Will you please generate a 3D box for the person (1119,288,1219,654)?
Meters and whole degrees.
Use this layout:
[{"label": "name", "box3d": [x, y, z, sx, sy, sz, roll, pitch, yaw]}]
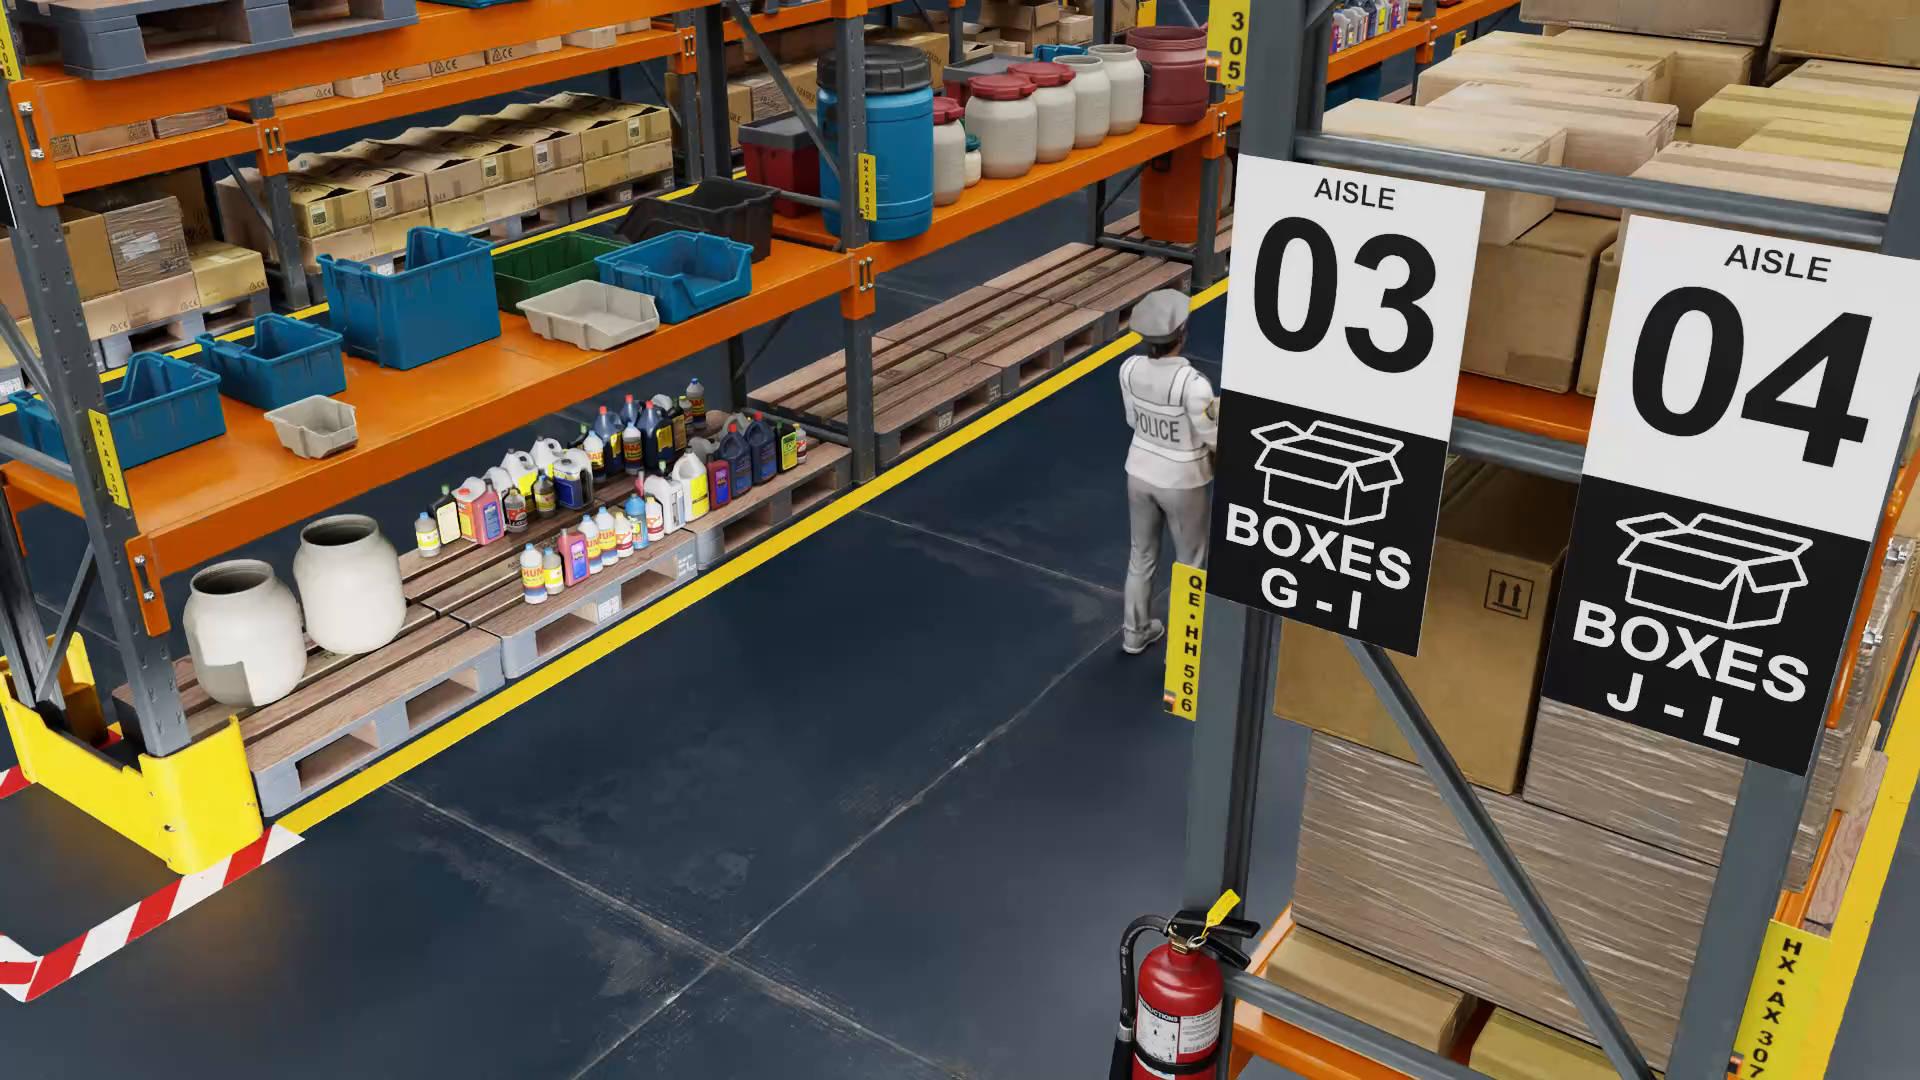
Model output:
[{"label": "person", "box3d": [0.922, -0.274, 7.114, 0.468, 1.697, 0.552, 23, 35, 37]}]
